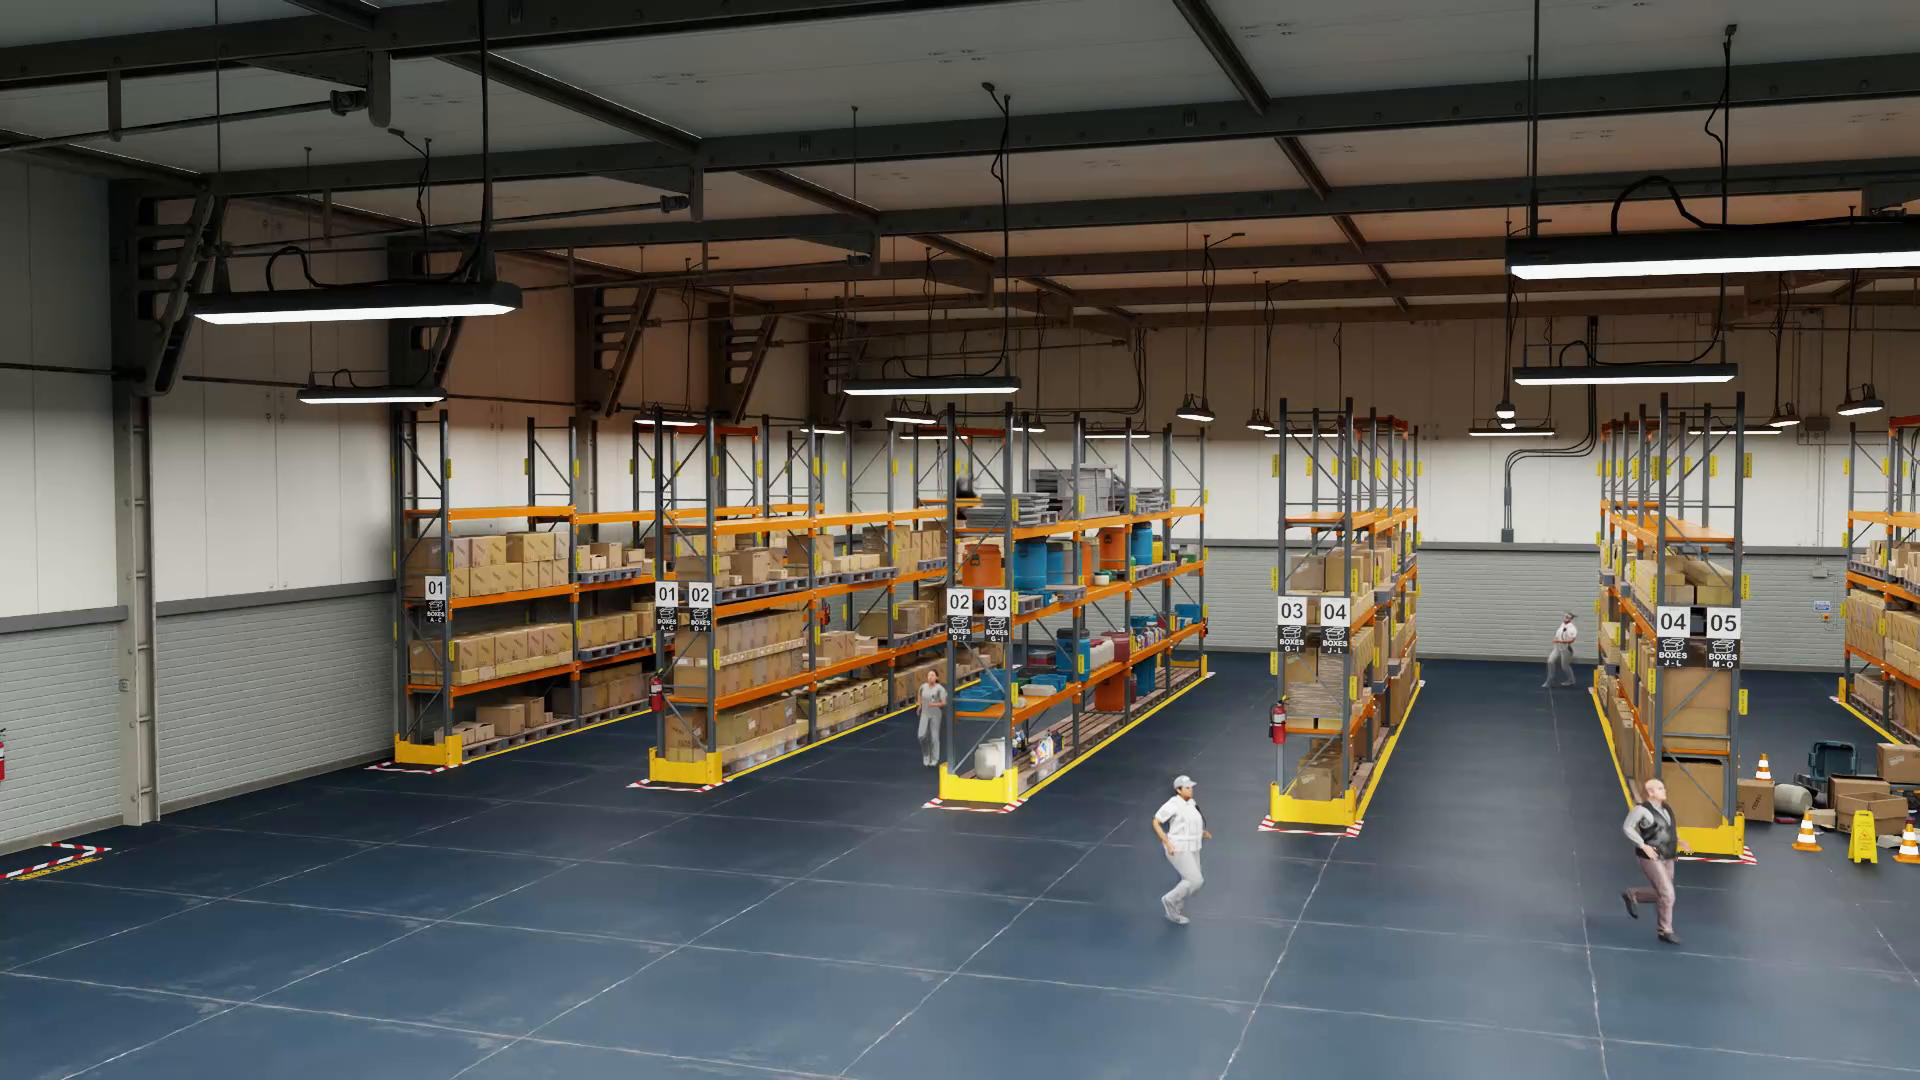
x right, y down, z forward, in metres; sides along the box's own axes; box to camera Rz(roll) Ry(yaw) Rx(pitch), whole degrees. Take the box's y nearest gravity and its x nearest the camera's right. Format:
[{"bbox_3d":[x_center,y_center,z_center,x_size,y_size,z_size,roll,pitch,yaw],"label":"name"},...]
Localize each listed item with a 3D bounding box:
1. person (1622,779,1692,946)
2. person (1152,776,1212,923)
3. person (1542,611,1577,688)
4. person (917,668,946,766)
[{"bbox_3d":[7.389,3.403,17.760,0.662,1.709,0.801,-2,3,-34],"label":"person"},{"bbox_3d":[2.484,3.400,18.203,0.575,1.629,0.592,2,3,38],"label":"person"},{"bbox_3d":[13.744,2.499,37.847,0.801,1.785,0.664,-1,3,-18],"label":"person"},{"bbox_3d":[-0.500,2.971,27.847,0.555,1.644,0.629,1,3,14],"label":"person"}]
